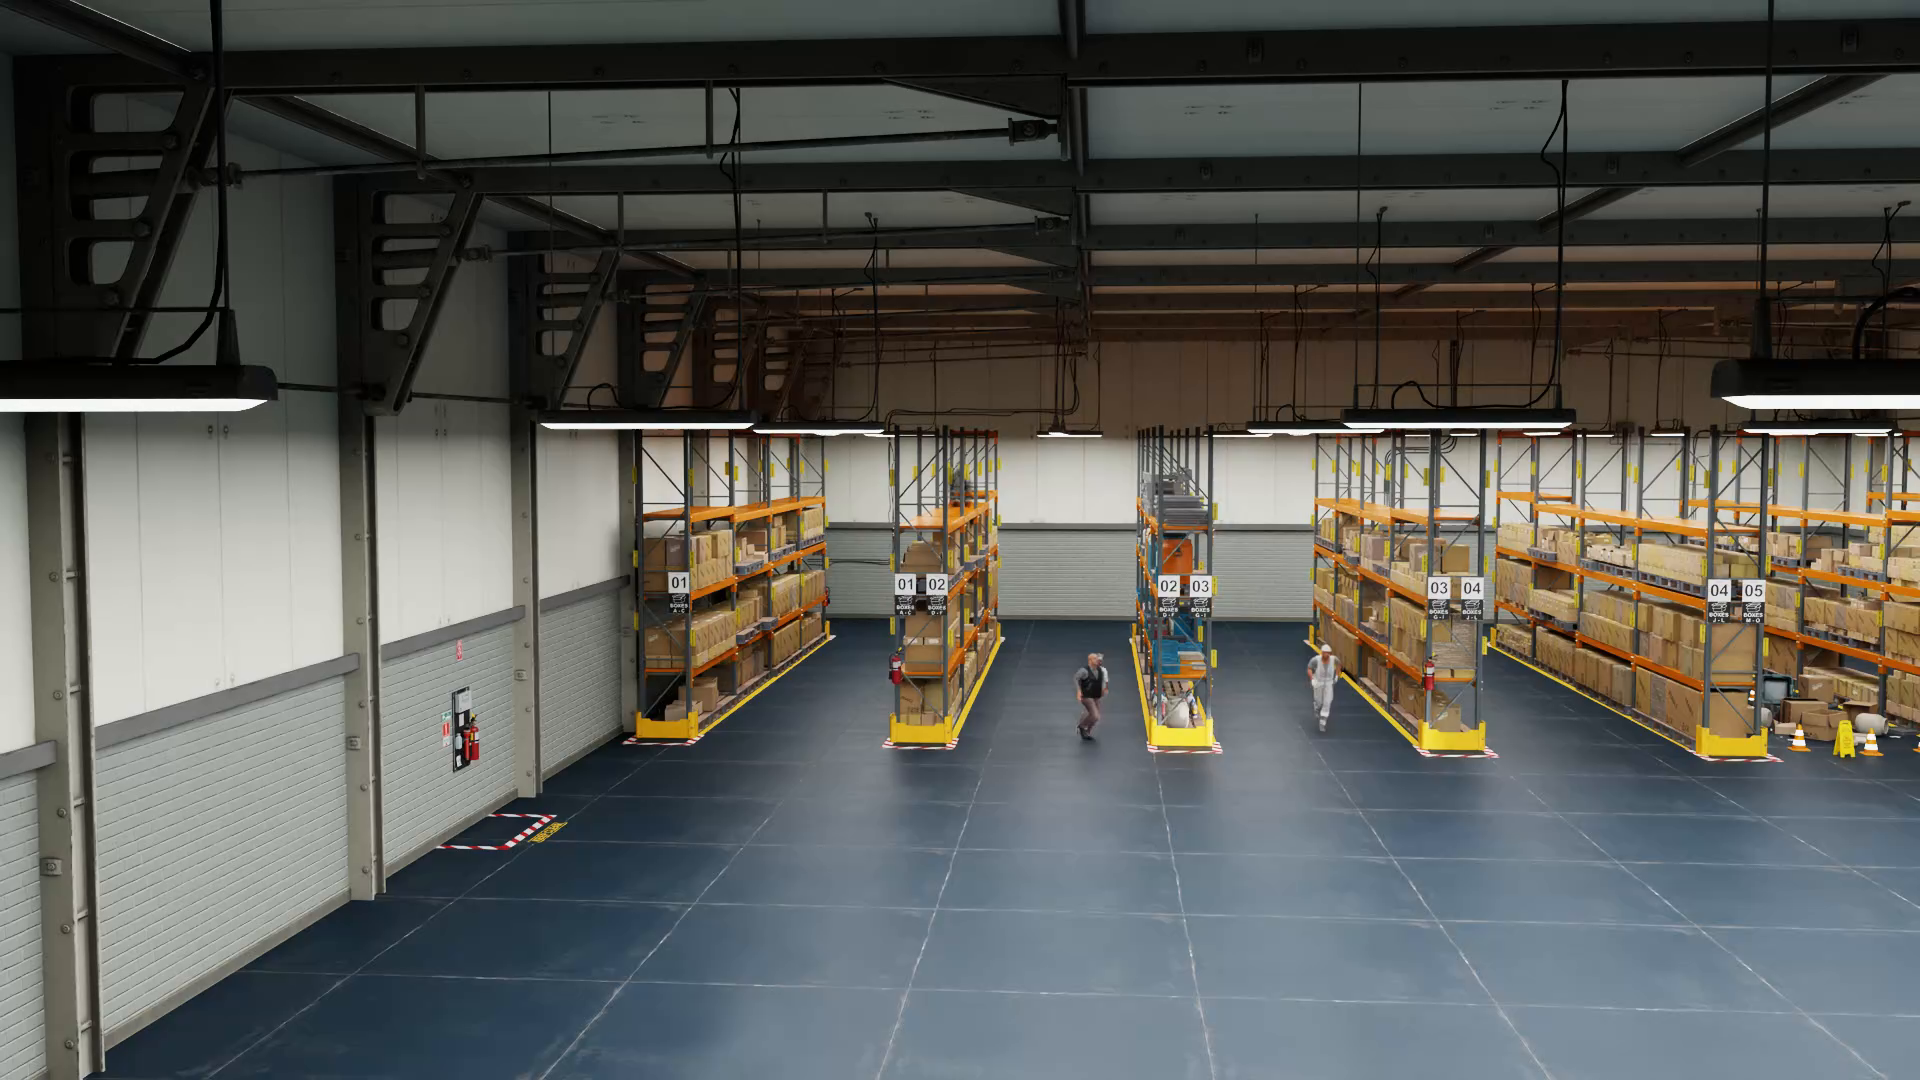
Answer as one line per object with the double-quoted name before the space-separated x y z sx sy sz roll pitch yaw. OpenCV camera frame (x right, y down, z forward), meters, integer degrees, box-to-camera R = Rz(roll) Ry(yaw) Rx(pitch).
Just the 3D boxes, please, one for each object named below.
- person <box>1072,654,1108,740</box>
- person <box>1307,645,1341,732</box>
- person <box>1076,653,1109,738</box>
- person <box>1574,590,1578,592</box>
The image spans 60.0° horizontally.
"person" 2.511 2.982 31.480 0.639 1.669 0.663 -2 4 -36
"person" 7.217 2.898 33.071 0.673 1.729 1.010 0 3 -1
"person" 2.561 2.988 32.011 0.607 1.639 0.477 0 3 -3
"person" 16.853 2.165 45.673 0.619 1.729 0.782 0 3 -3
